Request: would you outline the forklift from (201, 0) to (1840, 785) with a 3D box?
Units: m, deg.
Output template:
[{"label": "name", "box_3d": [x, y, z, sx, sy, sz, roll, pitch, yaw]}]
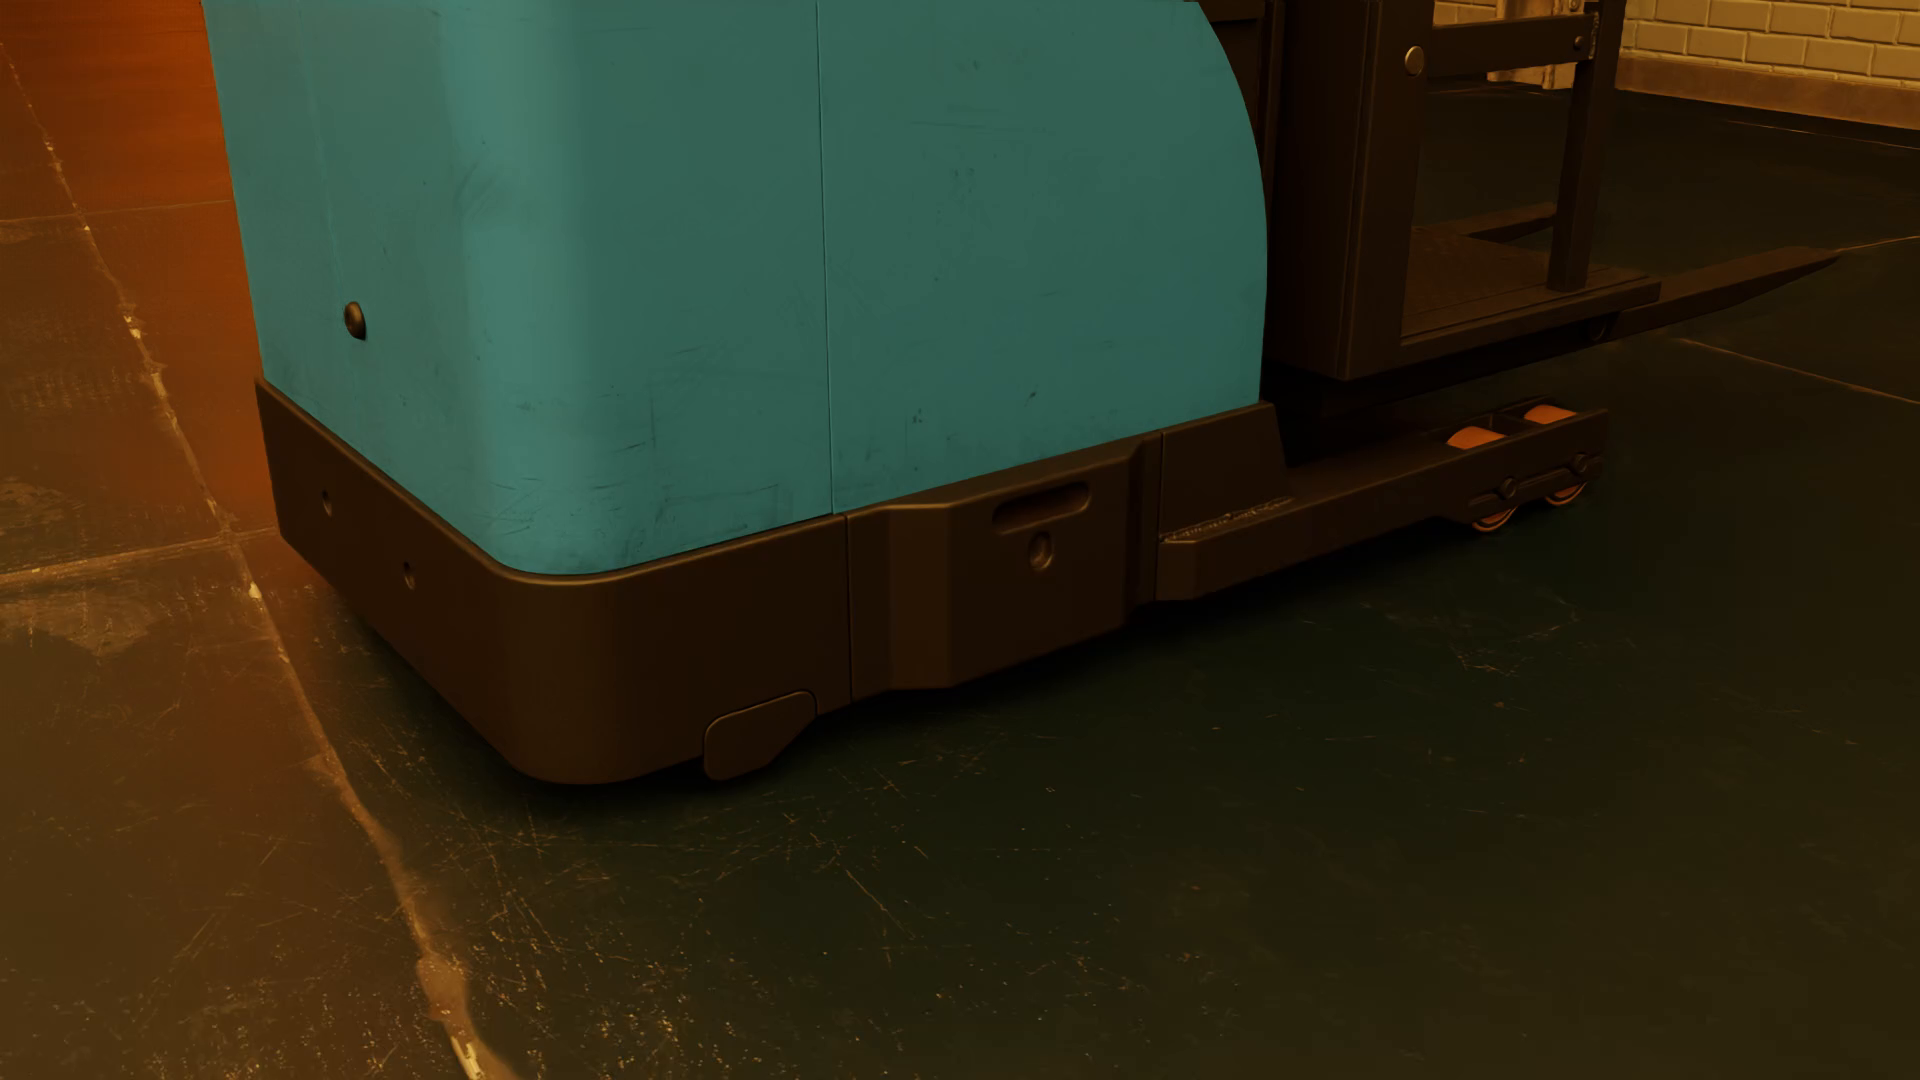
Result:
[{"label": "forklift", "box_3d": [0.461, -1.513, 2.460, 3.031, 2.935, 1.130, -16, 27, -34]}]
